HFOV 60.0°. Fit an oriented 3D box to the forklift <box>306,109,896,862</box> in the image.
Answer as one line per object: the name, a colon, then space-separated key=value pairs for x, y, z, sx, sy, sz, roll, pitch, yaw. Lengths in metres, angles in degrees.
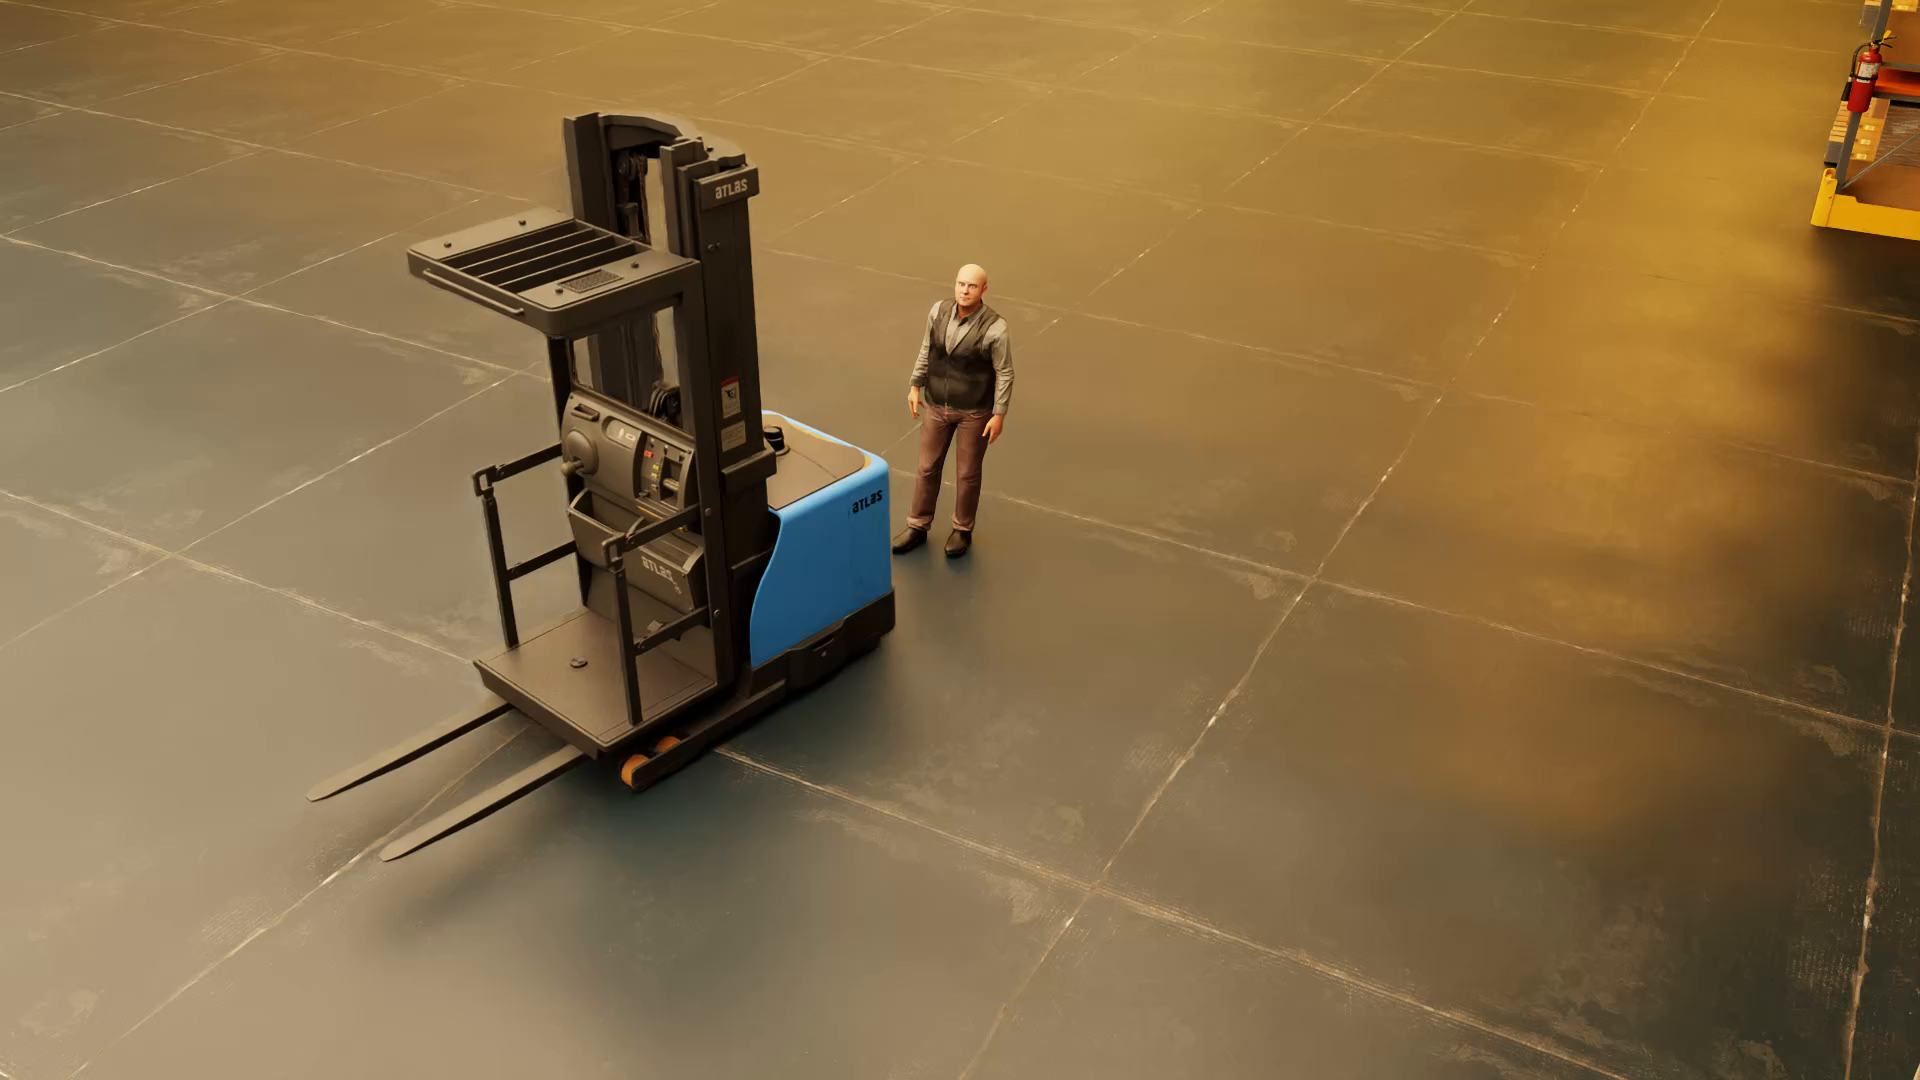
forklift: x=-1.711 y=-0.365 z=7.703 sx=1.130 sy=2.935 sz=3.031 roll=24 pitch=38 yaw=35

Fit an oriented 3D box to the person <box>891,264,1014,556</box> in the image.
person: x=-0.037 y=-0.727 z=9.525 sx=0.632 sy=1.720 sz=0.568 roll=15 pitch=33 yaw=25
